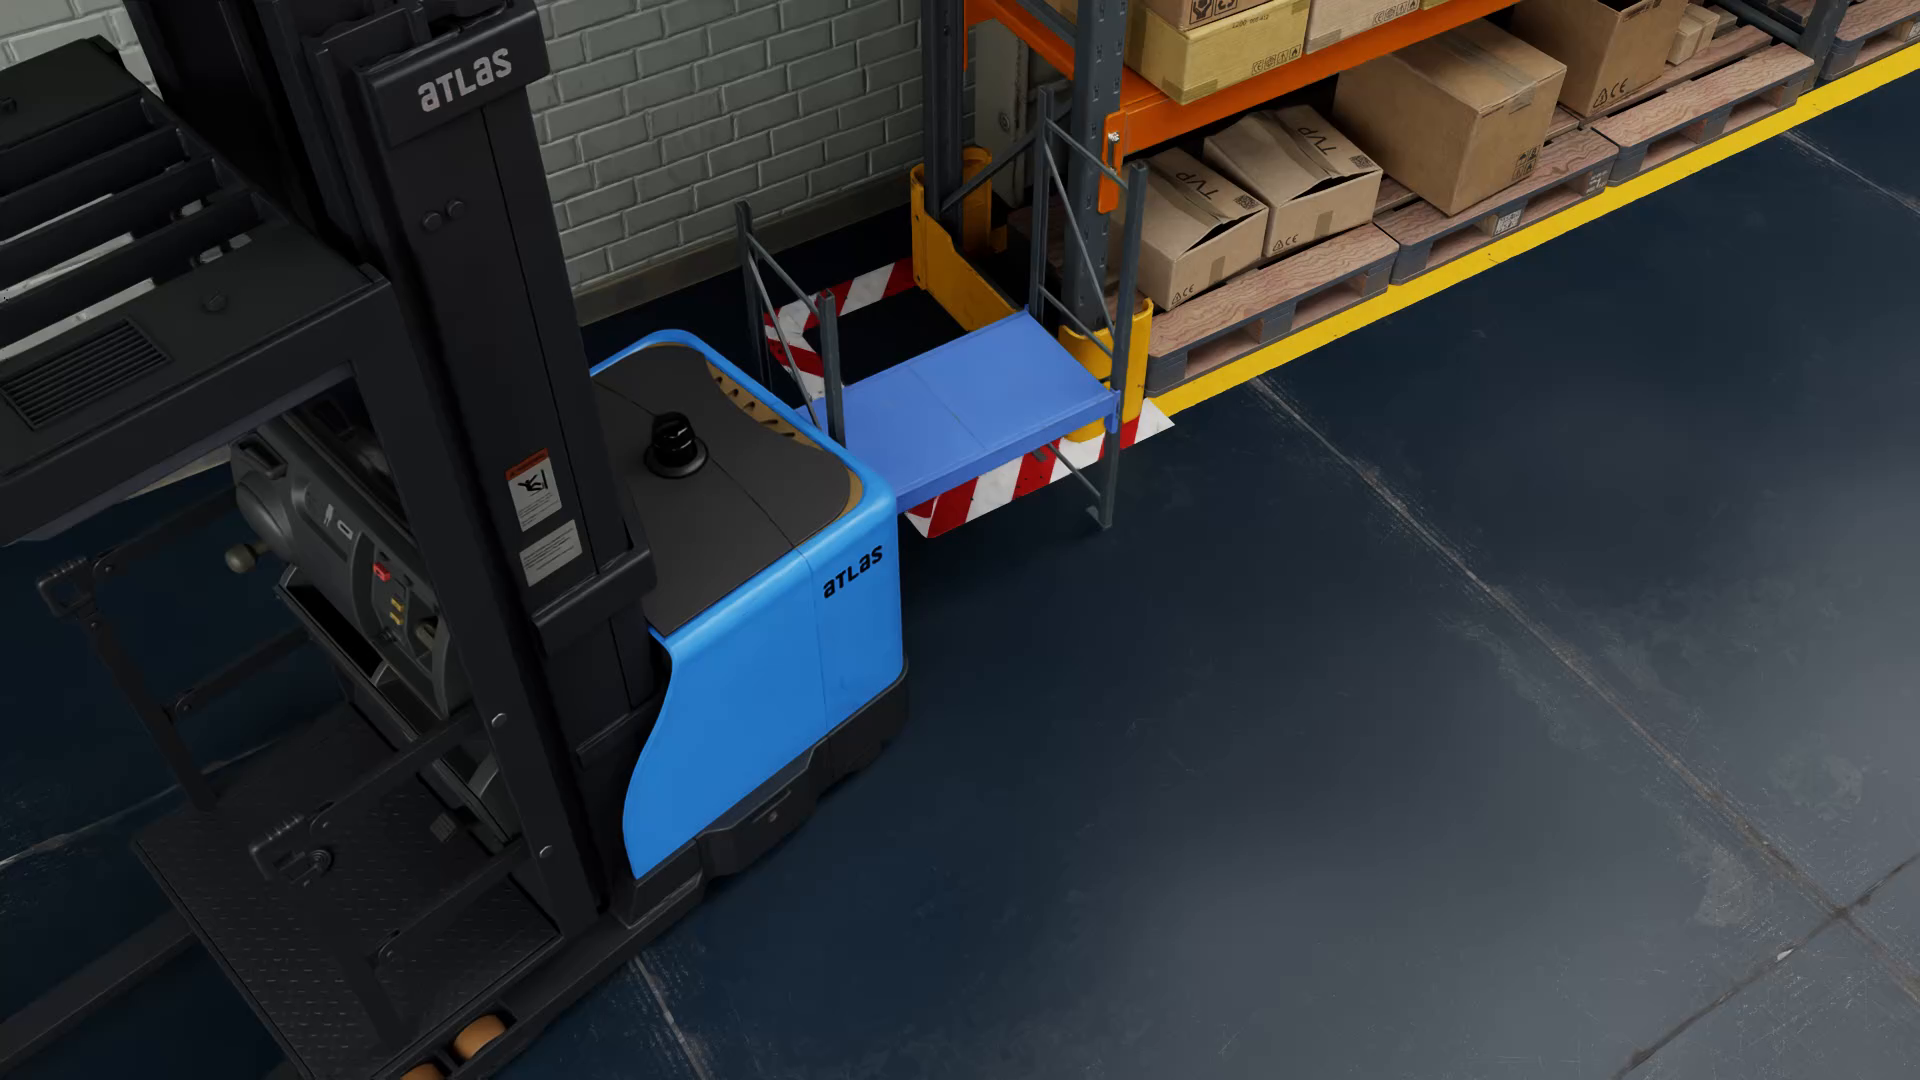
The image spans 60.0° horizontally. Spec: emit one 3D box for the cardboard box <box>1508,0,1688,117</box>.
[{"bbox_3d":[2.706,-2.212,7.091,0.500,0.500,0.500,-29,54,-23],"label":"cardboard box"}]

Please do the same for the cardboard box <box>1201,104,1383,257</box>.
[{"bbox_3d":[1.294,-1.441,6.530,0.500,0.311,0.500,-21,52,-18],"label":"cardboard box"}]

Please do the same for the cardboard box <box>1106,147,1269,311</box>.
[{"bbox_3d":[0.812,-1.213,6.328,0.500,0.311,0.500,-31,55,-25],"label":"cardboard box"}]

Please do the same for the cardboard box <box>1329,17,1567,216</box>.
[{"bbox_3d":[1.941,-1.764,6.692,0.500,0.500,0.700,-28,54,-23],"label":"cardboard box"}]

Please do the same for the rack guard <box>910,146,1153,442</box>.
[{"bbox_3d":[0.243,-0.941,6.254,0.348,0.500,1.175,-25,53,-21],"label":"rack guard"}]

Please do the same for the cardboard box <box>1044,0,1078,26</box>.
[{"bbox_3d":[0.471,-2.008,5.617,0.500,0.250,0.500,-25,53,-20],"label":"cardboard box"}]

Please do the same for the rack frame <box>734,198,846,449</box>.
[{"bbox_3d":[-0.472,-0.281,4.996,0.032,1.500,0.500,-26,53,-21],"label":"rack frame"}]

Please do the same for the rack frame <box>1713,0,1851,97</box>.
[{"bbox_3d":[3.562,-3.336,6.713,0.127,3.000,1.000,-25,53,-21],"label":"rack frame"}]

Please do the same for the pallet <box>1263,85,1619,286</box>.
[{"bbox_3d":[1.980,-1.630,7.060,1.213,0.211,1.003,-25,53,-21],"label":"pallet"}]

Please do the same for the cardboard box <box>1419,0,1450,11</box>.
[{"bbox_3d":[1.627,-2.108,5.706,0.500,0.250,0.500,-26,53,-21],"label":"cardboard box"}]

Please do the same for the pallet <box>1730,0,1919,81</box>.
[{"bbox_3d":[4.220,-2.720,8.031,1.213,0.211,1.003,-25,53,-21],"label":"pallet"}]

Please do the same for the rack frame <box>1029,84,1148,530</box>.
[{"bbox_3d":[0.379,-0.697,5.366,0.032,1.500,0.500,-26,53,-21],"label":"rack frame"}]

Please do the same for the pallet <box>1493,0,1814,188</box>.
[{"bbox_3d":[3.013,-2.119,7.496,1.213,0.211,1.003,-25,53,-21],"label":"pallet"}]

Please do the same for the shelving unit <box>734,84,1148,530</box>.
[{"bbox_3d":[-0.046,-0.489,5.181,1.048,1.500,0.538,-26,53,-21],"label":"shelving unit"}]

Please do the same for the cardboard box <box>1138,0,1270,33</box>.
[{"bbox_3d":[0.743,-1.949,5.062,0.500,0.500,0.500,-25,53,-21],"label":"cardboard box"}]

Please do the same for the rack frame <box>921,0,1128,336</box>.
[{"bbox_3d":[0.179,-1.742,5.293,0.127,3.000,1.000,-25,53,-21],"label":"rack frame"}]

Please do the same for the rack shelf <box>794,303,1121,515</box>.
[{"bbox_3d":[-0.046,-0.369,5.315,1.000,0.185,0.538,-26,53,-21],"label":"rack shelf"}]

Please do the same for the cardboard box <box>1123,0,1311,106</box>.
[{"bbox_3d":[0.761,-1.693,5.336,0.500,0.250,0.500,-27,54,-22],"label":"cardboard box"}]

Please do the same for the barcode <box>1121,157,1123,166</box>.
[{"bbox_3d":[0.614,-1.476,6.556,0.075,0.075,0.001,-25,53,-21],"label":"barcode"}]

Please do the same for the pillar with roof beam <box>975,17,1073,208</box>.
[{"bbox_3d":[2.607,-1.844,1.366,0.400,9.000,9.100,-25,53,-21],"label":"pillar with roof beam"}]

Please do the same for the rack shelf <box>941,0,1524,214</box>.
[{"bbox_3d":[1.871,-2.300,6.271,4.000,0.370,1.077,-25,53,-21],"label":"rack shelf"}]

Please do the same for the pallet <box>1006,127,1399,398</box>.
[{"bbox_3d":[0.949,-1.147,6.630,1.213,0.211,1.003,-25,53,-21],"label":"pallet"}]

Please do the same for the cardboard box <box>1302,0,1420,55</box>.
[{"bbox_3d":[1.193,-1.909,5.529,0.500,0.250,0.500,-27,54,-22],"label":"cardboard box"}]

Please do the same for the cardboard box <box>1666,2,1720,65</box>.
[{"bbox_3d":[3.126,-2.308,7.400,0.250,0.166,0.380,-32,56,-25],"label":"cardboard box"}]

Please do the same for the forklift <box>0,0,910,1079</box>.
[{"bbox_3d":[-1.558,0.120,3.680,3.031,2.935,1.130,-36,58,-28],"label":"forklift"}]

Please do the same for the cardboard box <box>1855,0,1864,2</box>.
[{"bbox_3d":[4.176,-2.955,7.752,0.500,0.500,0.700,-24,52,-20],"label":"cardboard box"}]
